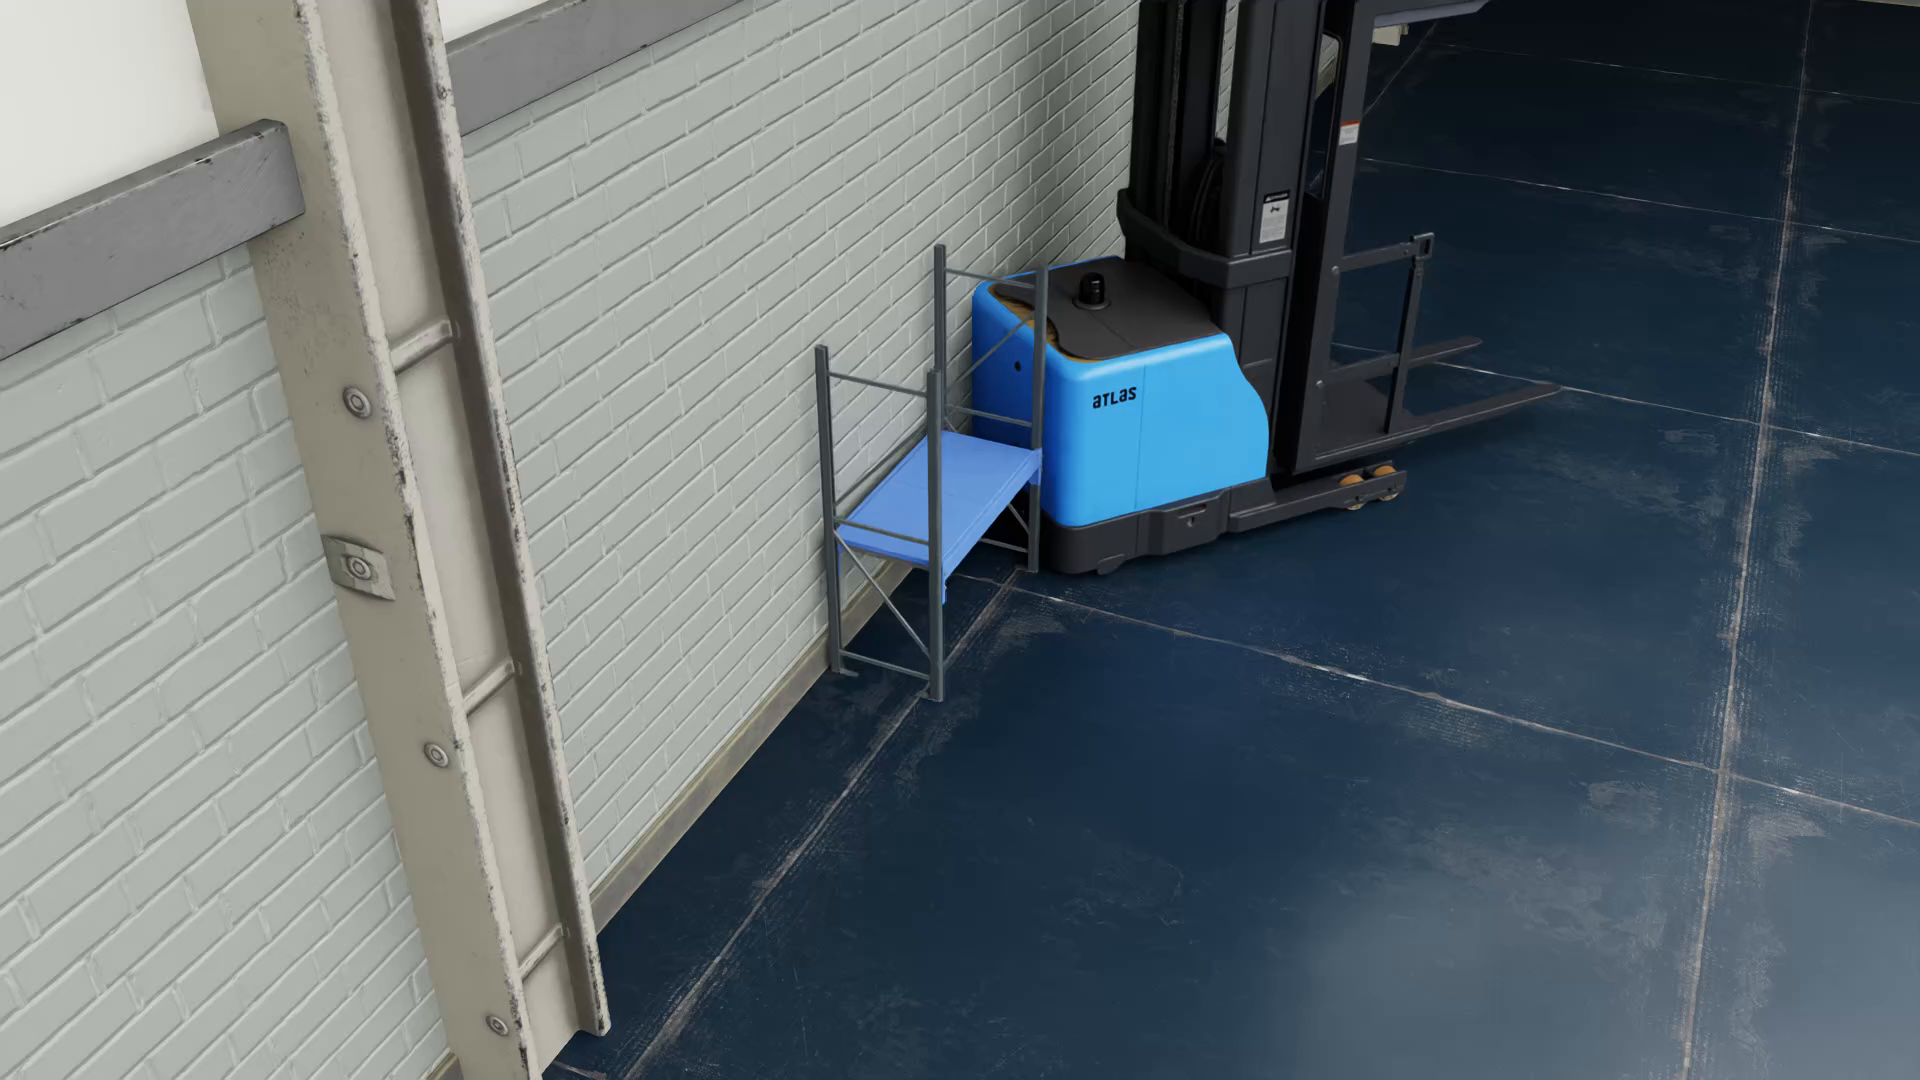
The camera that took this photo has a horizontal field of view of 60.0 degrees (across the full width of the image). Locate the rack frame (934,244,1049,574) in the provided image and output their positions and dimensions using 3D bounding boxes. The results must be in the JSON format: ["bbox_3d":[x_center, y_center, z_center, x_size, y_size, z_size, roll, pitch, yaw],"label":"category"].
[{"bbox_3d":[0.124,-0.536,7.198,0.500,1.500,0.032,14,36,20],"label":"rack frame"}]

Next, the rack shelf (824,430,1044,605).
[{"bbox_3d":[-0.089,-0.132,6.911,0.538,0.185,1.000,14,36,20],"label":"rack shelf"}]

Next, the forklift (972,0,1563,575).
[{"bbox_3d":[1.584,-1.615,7.539,3.031,2.935,1.130,-15,36,-21],"label":"forklift"}]

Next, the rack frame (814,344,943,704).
[{"bbox_3d":[-0.301,-0.029,6.426,0.500,1.500,0.032,14,36,20],"label":"rack frame"}]

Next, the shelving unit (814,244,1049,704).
[{"bbox_3d":[-0.089,-0.282,6.812,0.538,1.500,1.048,14,36,20],"label":"shelving unit"}]

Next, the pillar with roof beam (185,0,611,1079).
[{"bbox_3d":[2.567,-1.149,1.295,9.100,9.000,0.400,14,36,20],"label":"pillar with roof beam"}]

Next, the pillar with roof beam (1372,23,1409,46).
[{"bbox_3d":[7.587,-7.125,10.410,9.100,9.000,0.400,14,36,20],"label":"pillar with roof beam"}]
